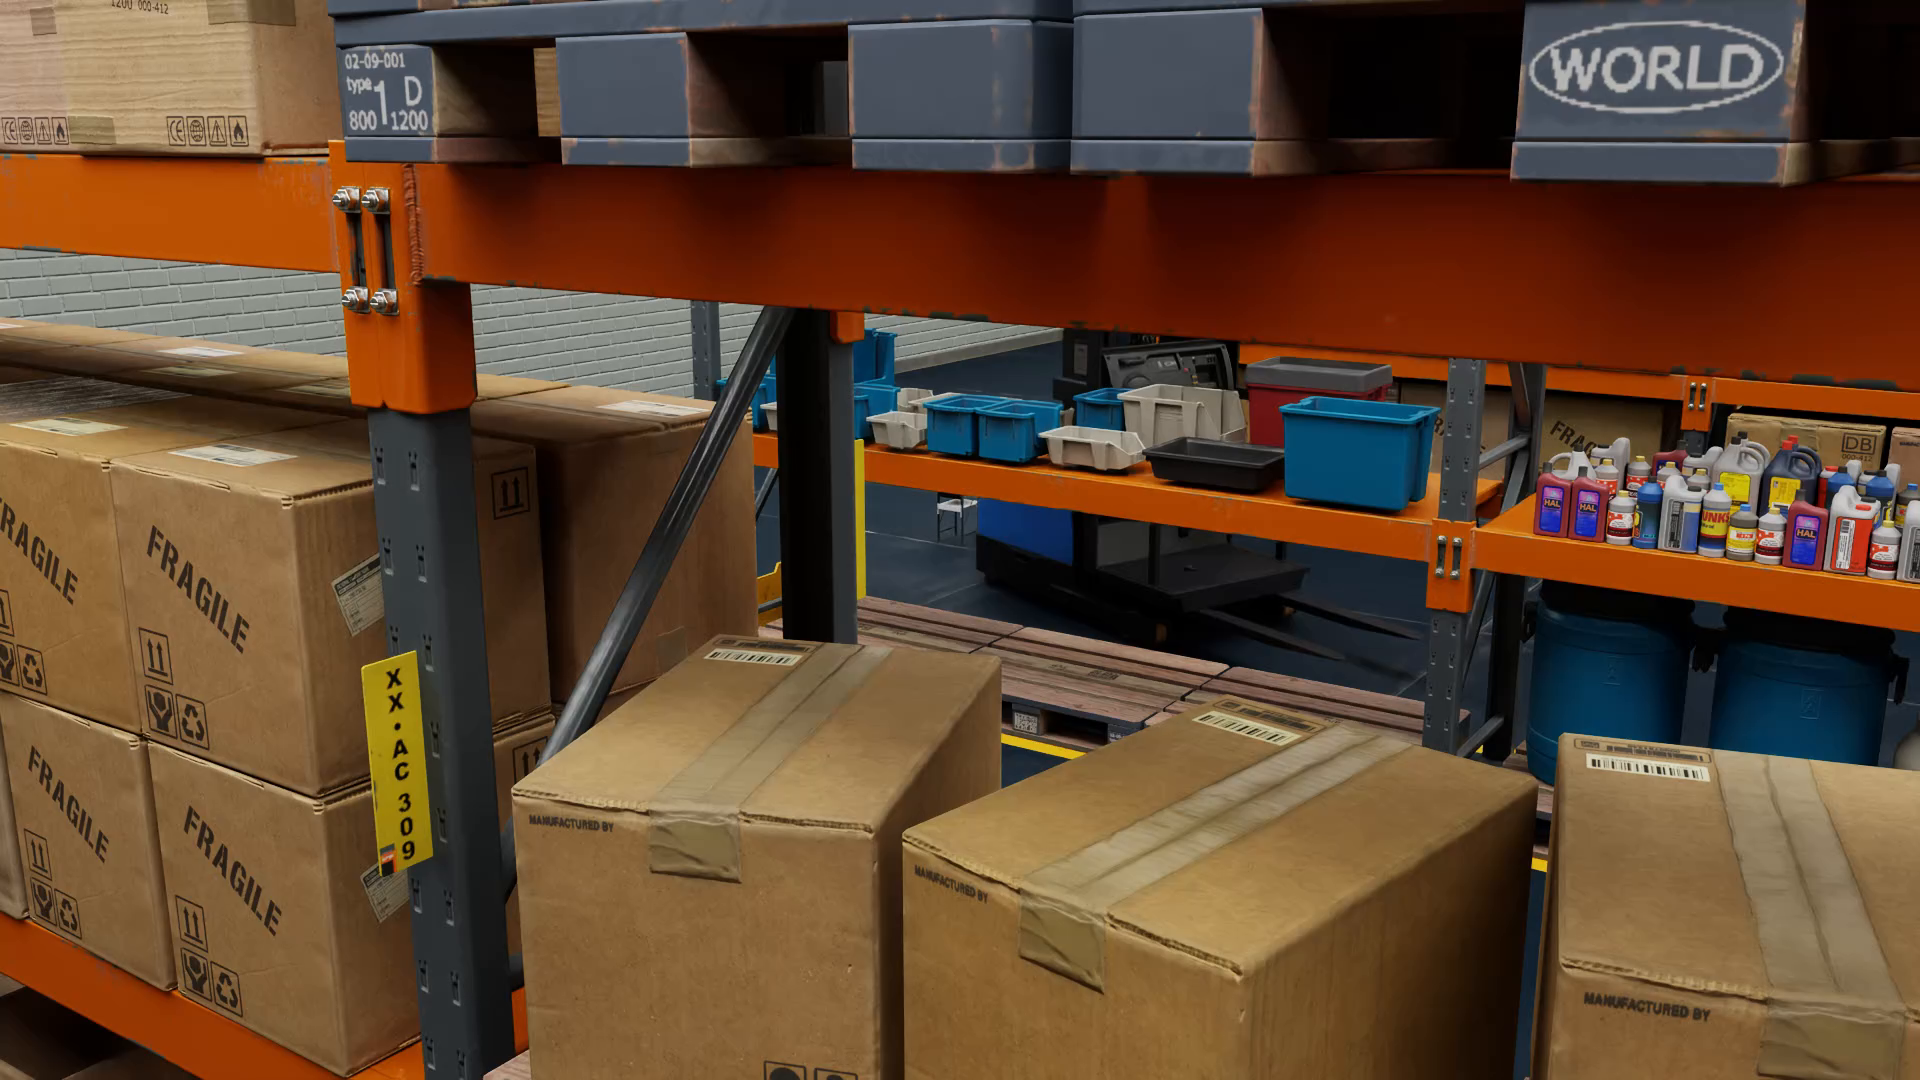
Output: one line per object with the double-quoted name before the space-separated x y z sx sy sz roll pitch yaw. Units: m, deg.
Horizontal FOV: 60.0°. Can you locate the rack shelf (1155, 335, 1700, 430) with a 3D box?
"rack shelf" 3.345 -1.253 12.141 4.000 0.370 1.077 9 17 33

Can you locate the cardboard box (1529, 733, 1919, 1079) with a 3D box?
"cardboard box" 0.973 0.613 2.024 0.500 0.500 0.700 5 15 19

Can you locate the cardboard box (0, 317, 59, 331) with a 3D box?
"cardboard box" -2.904 -0.357 4.736 0.500 0.500 0.500 10 17 34

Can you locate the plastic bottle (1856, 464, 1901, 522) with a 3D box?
"plastic bottle" 3.580 -0.163 6.499 0.135 0.276 0.152 9 17 33

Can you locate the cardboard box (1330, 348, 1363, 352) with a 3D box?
"cardboard box" 2.864 -1.463 12.015 0.250 0.149 0.380 9 16 32

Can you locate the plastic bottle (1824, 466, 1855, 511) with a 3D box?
"plastic bottle" 3.415 -0.152 6.462 0.097 0.271 0.097 0 14 0

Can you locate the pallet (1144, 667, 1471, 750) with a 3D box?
"pallet" 1.608 0.916 7.684 1.213 0.211 1.003 9 17 33

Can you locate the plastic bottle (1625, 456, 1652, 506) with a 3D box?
"plastic bottle" 2.859 -0.252 7.011 0.097 0.201 0.097 0 14 0

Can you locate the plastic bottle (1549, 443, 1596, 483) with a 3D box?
"plastic bottle" 2.385 -0.206 6.514 0.185 0.351 0.144 9 17 33

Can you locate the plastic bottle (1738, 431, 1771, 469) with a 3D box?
"plastic bottle" 3.185 -0.265 6.753 0.185 0.351 0.144 9 17 33

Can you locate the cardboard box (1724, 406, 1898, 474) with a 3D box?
"cardboard box" 5.546 -0.425 10.845 0.875 0.875 1.225 9 17 33

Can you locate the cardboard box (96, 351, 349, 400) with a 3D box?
"cardboard box" -1.616 -0.151 3.901 0.500 0.500 0.500 9 16 31

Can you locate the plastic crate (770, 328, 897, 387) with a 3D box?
"plastic crate" -0.697 -0.922 9.106 0.499 0.435 0.616 9 17 33

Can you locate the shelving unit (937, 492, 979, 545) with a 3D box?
"shelving unit" -0.007 -0.438 11.719 0.210 0.900 0.258 9 17 33

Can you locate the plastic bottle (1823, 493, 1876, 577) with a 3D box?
"plastic bottle" 3.180 -0.024 5.937 0.135 0.276 0.152 9 17 33

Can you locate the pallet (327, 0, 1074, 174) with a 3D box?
"pallet" -0.026 -0.623 2.246 1.003 0.211 1.213 9 17 33

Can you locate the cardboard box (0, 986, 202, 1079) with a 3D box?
"cardboard box" -2.090 1.388 4.254 0.637 0.503 0.797 9 17 33

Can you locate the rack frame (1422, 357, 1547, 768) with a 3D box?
"rack frame" 2.240 -0.347 6.981 0.127 3.000 1.000 9 17 33

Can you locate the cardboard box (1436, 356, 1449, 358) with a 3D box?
"cardboard box" 3.502 -1.360 11.598 0.250 0.149 0.380 9 16 32

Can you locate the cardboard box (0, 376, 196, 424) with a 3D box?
"cardboard box" -1.937 -0.045 3.476 0.500 0.500 0.500 9 17 33

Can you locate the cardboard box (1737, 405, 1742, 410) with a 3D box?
"cardboard box" 7.186 -1.287 15.219 0.250 0.149 0.380 8 16 30

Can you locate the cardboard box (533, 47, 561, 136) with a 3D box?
"cardboard box" -0.793 -0.857 3.114 0.500 0.250 0.500 9 17 33

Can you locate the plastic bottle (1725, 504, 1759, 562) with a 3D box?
"plastic bottle" 2.877 -0.029 6.112 0.097 0.201 0.097 0 14 0

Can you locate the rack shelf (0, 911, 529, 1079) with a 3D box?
"rack shelf" -2.187 0.721 4.164 4.000 0.370 1.077 9 17 33

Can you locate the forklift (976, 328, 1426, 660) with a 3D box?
"forklift" 1.345 -0.946 9.545 1.130 2.935 3.031 -9 17 -33

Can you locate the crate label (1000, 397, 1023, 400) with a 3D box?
"crate label" 0.176 -0.637 8.577 0.243 0.136 0.396 9 17 33

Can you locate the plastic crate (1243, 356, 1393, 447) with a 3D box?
"plastic crate" 1.639 -0.577 7.652 0.583 0.464 0.402 9 17 33

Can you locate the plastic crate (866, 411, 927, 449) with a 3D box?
"plastic crate" -0.275 -0.535 8.166 0.298 0.136 0.250 9 17 33

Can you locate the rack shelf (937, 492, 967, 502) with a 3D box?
"rack shelf" -0.007 -0.318 11.749 0.200 0.077 0.258 9 17 33

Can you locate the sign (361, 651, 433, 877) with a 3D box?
"sign" -0.824 0.329 2.448 0.005 0.325 0.100 9 17 33

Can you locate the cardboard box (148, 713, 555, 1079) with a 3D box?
"cardboard box" -1.086 0.576 3.046 0.500 0.500 0.500 10 17 34

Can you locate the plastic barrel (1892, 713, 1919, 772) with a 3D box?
"plastic barrel" 3.688 0.922 6.160 0.421 0.512 0.421 0 14 0

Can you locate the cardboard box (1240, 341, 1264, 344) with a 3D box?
"cardboard box" 2.222 -1.567 12.434 0.250 0.149 0.380 9 16 31

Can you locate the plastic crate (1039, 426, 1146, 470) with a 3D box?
"plastic crate" 0.627 -0.421 7.707 0.466 0.136 0.293 9 17 33

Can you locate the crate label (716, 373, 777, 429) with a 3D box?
"crate label" -1.058 -0.732 8.762 0.303 0.233 0.416 9 17 33

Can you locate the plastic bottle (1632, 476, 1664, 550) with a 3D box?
"plastic bottle" 2.603 -0.107 6.282 0.097 0.271 0.097 0 14 0

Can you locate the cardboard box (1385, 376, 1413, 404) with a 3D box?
"cardboard box" 3.016 -0.851 12.567 0.875 0.875 0.875 9 17 33

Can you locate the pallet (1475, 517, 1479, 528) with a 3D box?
"pallet" 3.400 -0.262 12.441 1.213 0.211 1.003 9 17 33

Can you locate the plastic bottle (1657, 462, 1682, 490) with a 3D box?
"plastic bottle" 2.935 -0.222 6.890 0.097 0.201 0.097 0 14 0

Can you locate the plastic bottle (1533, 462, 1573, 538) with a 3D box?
"plastic bottle" 2.306 -0.156 6.453 0.133 0.283 0.061 9 17 33

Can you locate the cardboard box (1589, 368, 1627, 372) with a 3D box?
"cardboard box" 4.354 -1.222 11.042 0.250 0.149 0.380 10 17 34

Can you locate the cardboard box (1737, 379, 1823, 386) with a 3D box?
"cardboard box" 5.246 -1.271 10.508 0.500 0.500 0.500 9 17 33

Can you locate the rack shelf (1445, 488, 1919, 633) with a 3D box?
"rack shelf" 3.899 0.271 5.984 4.000 0.370 1.077 9 17 33
